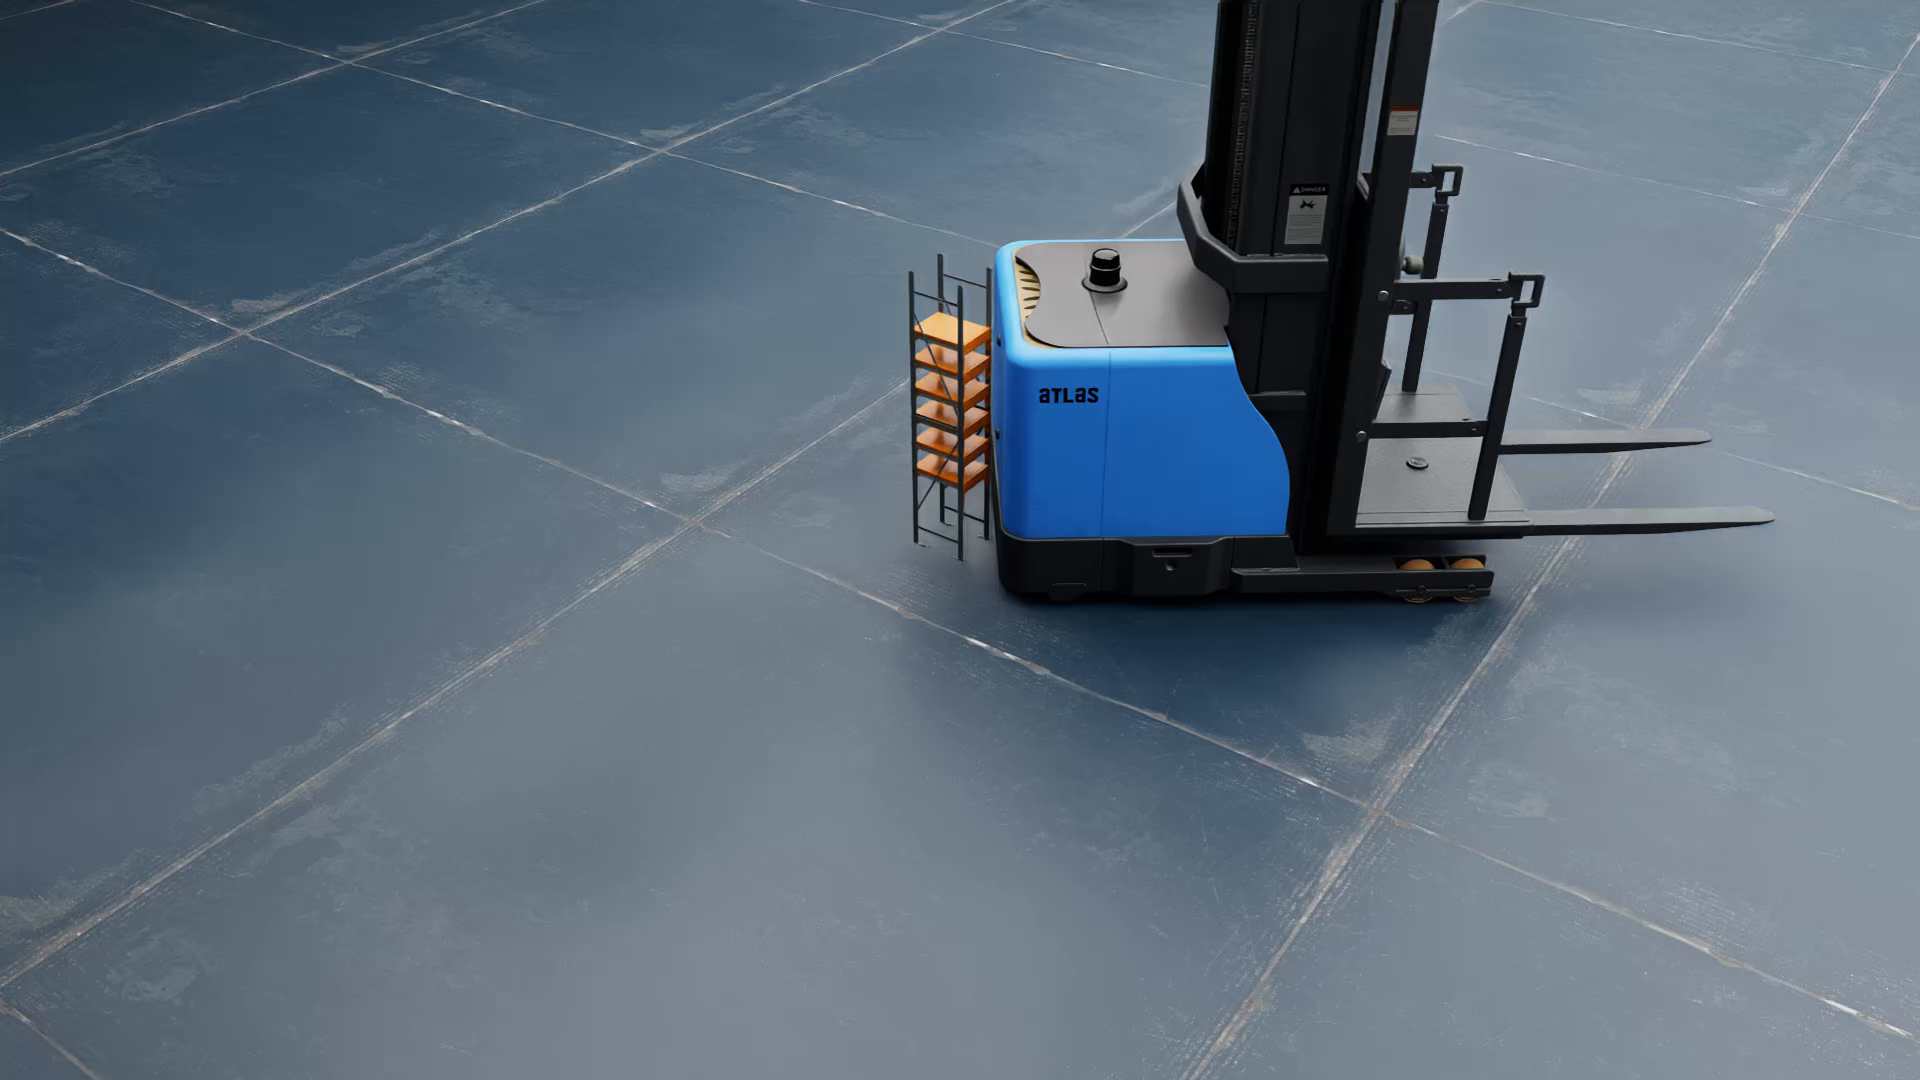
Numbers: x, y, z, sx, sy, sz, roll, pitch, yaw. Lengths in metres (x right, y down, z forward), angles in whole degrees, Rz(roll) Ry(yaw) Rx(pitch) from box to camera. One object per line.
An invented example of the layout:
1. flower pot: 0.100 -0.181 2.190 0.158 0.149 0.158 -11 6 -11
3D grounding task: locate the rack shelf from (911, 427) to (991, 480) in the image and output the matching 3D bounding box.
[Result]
1. rack shelf: -0.035 -0.354 6.496 0.258 0.103 0.180 21 40 28

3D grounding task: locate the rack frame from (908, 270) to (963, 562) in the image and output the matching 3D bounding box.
1. rack frame: -0.088 -0.448 6.341 0.240 1.200 0.006 21 40 28

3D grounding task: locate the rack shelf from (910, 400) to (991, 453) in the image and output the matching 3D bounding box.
1. rack shelf: -0.035 -0.454 6.428 0.258 0.103 0.180 21 40 28

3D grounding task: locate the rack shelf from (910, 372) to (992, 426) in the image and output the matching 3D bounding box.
1. rack shelf: -0.036 -0.553 6.361 0.258 0.103 0.180 21 40 28

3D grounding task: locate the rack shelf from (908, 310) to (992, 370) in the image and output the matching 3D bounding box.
1. rack shelf: -0.036 -0.752 6.227 0.258 0.103 0.180 21 40 28

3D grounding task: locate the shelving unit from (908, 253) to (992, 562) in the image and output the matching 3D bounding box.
1. shelving unit: -0.035 -0.490 6.403 0.258 1.200 0.189 21 40 28

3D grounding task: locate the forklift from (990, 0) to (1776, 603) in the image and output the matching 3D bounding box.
1. forklift: 1.653 -1.270 6.012 3.031 2.935 1.130 -1 34 -1

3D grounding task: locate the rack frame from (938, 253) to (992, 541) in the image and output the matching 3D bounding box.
1. rack frame: 0.017 -0.532 6.466 0.240 1.200 0.006 21 40 28

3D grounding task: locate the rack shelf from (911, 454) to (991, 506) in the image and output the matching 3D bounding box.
1. rack shelf: -0.035 -0.255 6.563 0.258 0.103 0.180 21 40 28

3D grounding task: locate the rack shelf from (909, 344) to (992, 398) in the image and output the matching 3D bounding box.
1. rack shelf: -0.036 -0.652 6.294 0.258 0.103 0.180 21 40 28
